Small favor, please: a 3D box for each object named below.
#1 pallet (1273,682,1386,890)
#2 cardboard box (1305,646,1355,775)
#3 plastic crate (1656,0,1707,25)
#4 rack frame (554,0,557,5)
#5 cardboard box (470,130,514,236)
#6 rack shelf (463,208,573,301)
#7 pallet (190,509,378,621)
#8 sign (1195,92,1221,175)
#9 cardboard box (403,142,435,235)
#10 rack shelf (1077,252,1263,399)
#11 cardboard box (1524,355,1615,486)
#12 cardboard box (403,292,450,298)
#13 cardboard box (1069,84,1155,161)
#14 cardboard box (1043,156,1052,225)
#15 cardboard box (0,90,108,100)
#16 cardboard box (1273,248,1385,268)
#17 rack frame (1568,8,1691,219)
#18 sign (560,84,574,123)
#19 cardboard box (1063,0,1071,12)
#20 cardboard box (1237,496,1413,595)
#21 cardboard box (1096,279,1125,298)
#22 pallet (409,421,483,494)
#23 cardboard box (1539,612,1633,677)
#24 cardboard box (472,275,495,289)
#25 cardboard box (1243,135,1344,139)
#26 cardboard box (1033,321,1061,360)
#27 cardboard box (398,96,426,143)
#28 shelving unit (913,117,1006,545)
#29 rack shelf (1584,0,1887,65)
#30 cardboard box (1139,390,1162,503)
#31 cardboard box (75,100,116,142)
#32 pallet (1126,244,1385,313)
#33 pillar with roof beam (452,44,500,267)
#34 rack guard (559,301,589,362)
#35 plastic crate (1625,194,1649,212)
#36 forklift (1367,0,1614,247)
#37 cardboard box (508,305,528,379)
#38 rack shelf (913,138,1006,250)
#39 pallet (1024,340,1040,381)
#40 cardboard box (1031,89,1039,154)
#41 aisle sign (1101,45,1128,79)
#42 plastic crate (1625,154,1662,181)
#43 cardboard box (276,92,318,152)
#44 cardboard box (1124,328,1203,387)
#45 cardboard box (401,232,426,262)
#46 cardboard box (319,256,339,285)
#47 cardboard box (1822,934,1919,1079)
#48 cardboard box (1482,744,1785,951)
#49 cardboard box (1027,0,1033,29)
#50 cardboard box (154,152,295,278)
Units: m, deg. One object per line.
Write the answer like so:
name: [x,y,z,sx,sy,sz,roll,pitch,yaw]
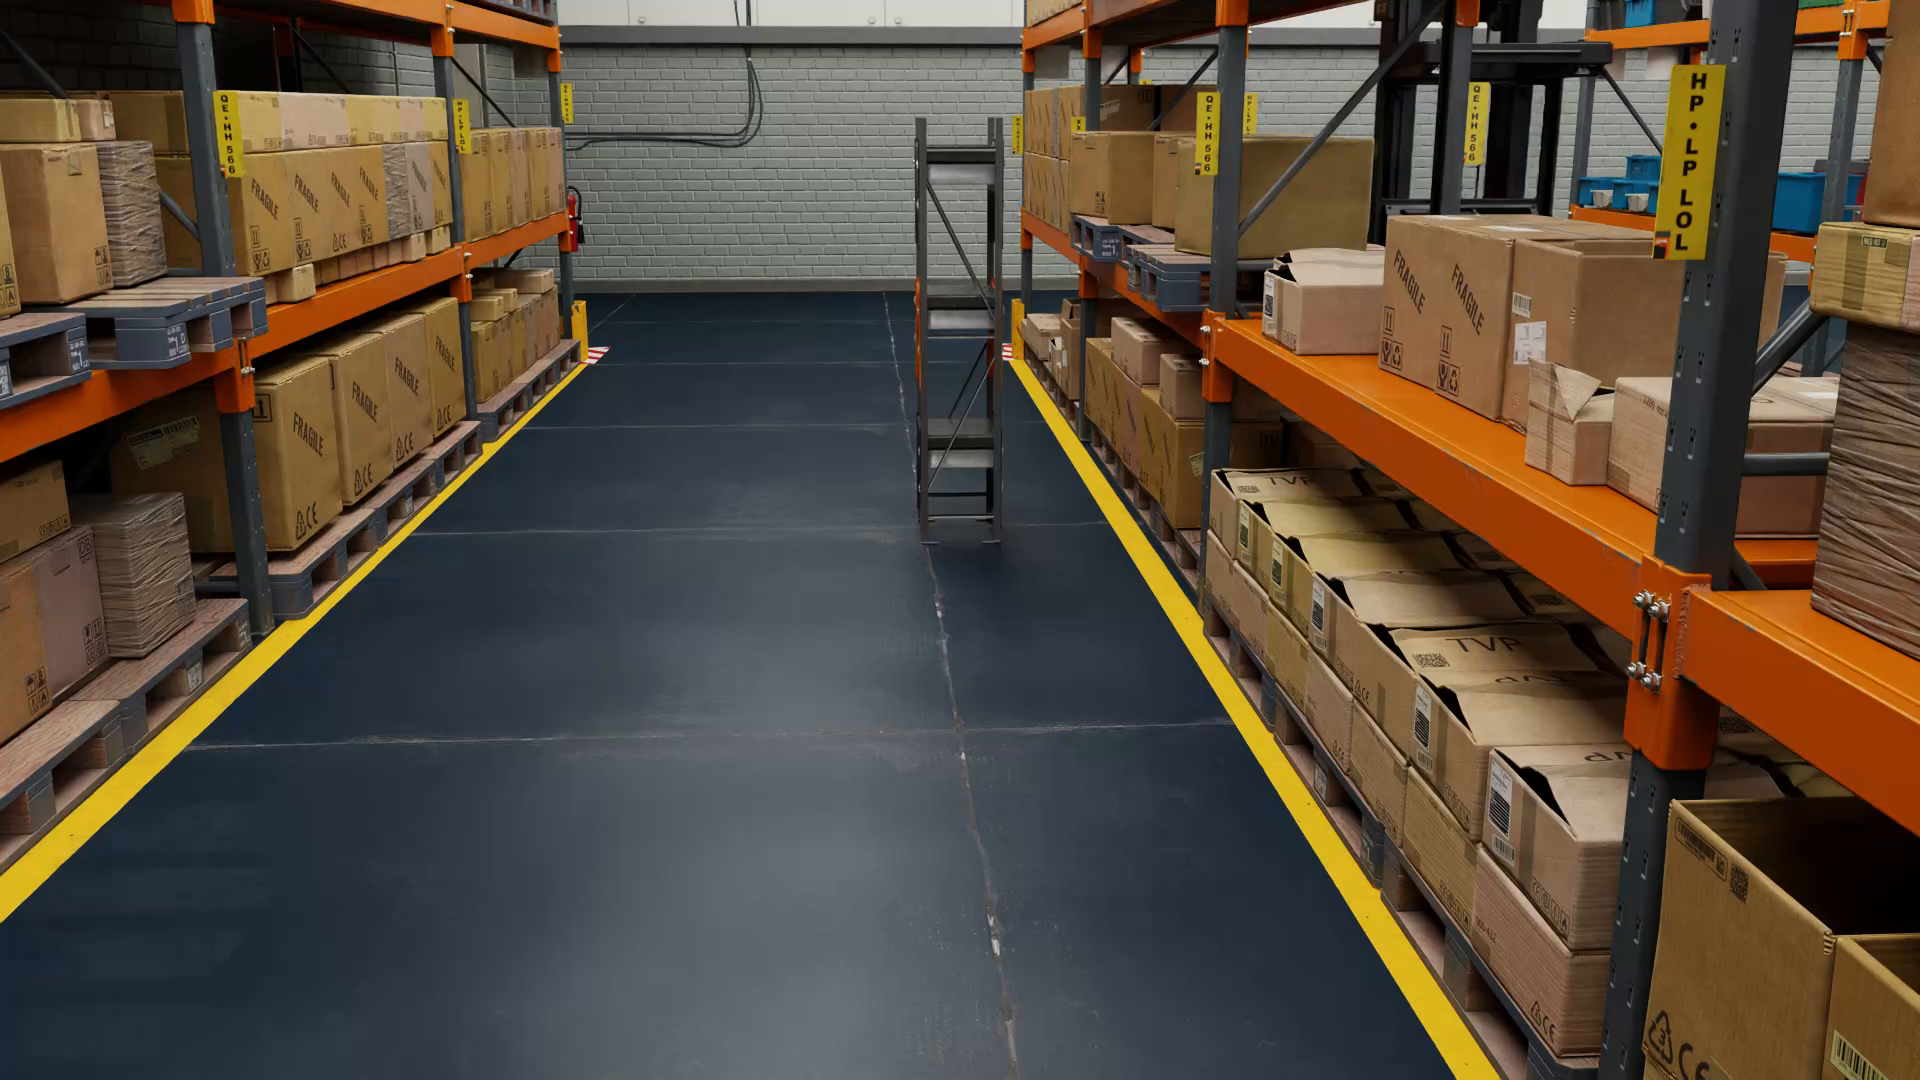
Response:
pallet: [1.629,0.730,5.264,1.003,0.211,1.213,-1,14,-3]
cardboard box: [1.385,0.517,5.174,0.500,0.250,0.500,-1,14,-2]
plastic crate: [5.813,-4.232,13.058,0.504,0.338,0.767,-1,14,-3]
rack frame: [-3.895,-5.946,13.576,1.000,3.000,0.127,-1,14,-3]
cardboard box: [-3.704,-2.508,11.651,0.980,0.700,0.700,-1,14,-5]
rack shelf: [-3.771,-2.195,12.480,1.077,0.370,4.000,-1,14,-3]
pallet: [-3.373,0.102,7.705,1.003,0.211,1.213,-1,14,-3]
sign: [1.003,-1.640,6.715,0.100,0.325,0.005,-1,14,-3]
cardboard box: [-3.326,-2.010,9.481,0.500,0.500,0.500,-1,14,-3]
rack shelf: [1.420,-1.277,8.914,1.077,0.370,4.000,-1,14,-3]
cardboard box: [1.554,-0.284,3.881,0.396,0.266,0.258,-1,14,-5]
cardboard box: [-3.832,-1.698,11.976,0.380,0.149,0.250,-1,14,-5]
cardboard box: [1.007,-2.777,11.094,0.500,0.500,0.500,-1,14,-3]
cardboard box: [0.908,-2.674,12.700,0.500,0.500,0.500,-1,14,-3]
cardboard box: [-3.686,-1.725,6.868,0.500,0.250,0.500,0,14,-2]
cardboard box: [1.523,-0.994,6.548,0.500,0.311,0.500,0,14,0]
rack frame: [5.993,-3.193,14.918,1.000,3.000,0.127,-1,14,-3]
sign: [-3.353,-3.721,14.169,0.100,0.325,0.005,-1,14,-3]
cardboard box: [0.981,-3.744,11.341,0.500,0.250,0.500,-1,14,-3]
cardboard box: [1.325,-0.006,6.081,0.500,0.311,0.500,-1,14,-5]
cardboard box: [1.328,-1.989,14.370,0.500,0.500,0.500,-1,14,-3]
pallet: [-3.524,-0.504,10.063,1.003,0.211,1.213,-1,14,-3]
cardboard box: [1.956,0.363,4.644,0.500,0.311,0.500,-1,14,-5]
cardboard box: [-3.912,-2.015,13.208,0.380,0.149,0.250,-1,14,-3]
cardboard box: [1.527,-1.765,8.324,0.700,0.500,0.500,2,15,7]
cardboard box: [0.861,-1.611,13.403,0.500,0.250,0.500,-1,14,-3]
cardboard box: [-3.341,-2.371,9.381,0.500,0.250,0.500,-1,14,-2]
shelving unit: [-0.010,-1.058,8.425,0.431,2.100,0.503,-1,14,-3]
rack shelf: [6.117,-3.800,12.700,1.077,0.370,4.000,-1,14,-3]
cardboard box: [1.220,-0.488,8.538,0.500,0.500,0.500,-1,14,-5]
cardboard box: [-3.348,-1.541,6.111,0.380,0.149,0.250,-3,15,-11]
pallet: [1.432,-1.203,7.566,1.213,0.211,1.003,-1,14,-3]
pillar with roof beam: [-0.629,-6.670,16.392,9.100,9.000,0.400,-1,14,-3]
rack guard: [-3.897,-1.836,14.658,1.175,0.500,0.348,-1,14,-3]
plastic crate: [5.659,-2.778,13.714,0.250,0.136,0.298,-1,14,-3]
forklift: [3.023,-1.832,9.763,1.130,2.935,3.031,-1,14,-3]
cardboard box: [-3.649,-1.479,12.427,0.700,0.500,0.500,-1,14,-2]
rack shelf: [-0.010,-1.723,8.254,0.431,0.518,0.480,-1,14,-3]
pallet: [1.104,-1.550,14.128,1.003,0.211,1.213,-1,14,-3]
cardboard box: [0.853,-3.406,13.538,0.500,0.500,0.500,-1,14,-3]
aisle sign: [1.350,-4.398,14.385,0.394,0.787,0.004,-1,14,-3]
plastic crate: [6.200,-3.159,14.593,0.616,0.435,0.499,-1,14,-3]
cardboard box: [-3.204,-1.867,7.419,0.500,0.250,0.500,-1,14,-4]
cardboard box: [1.177,-0.991,8.987,0.500,0.250,0.500,-1,14,-4]
cardboard box: [-3.259,-1.662,9.428,0.380,0.149,0.250,-1,14,-3]
cardboard box: [-3.296,-1.344,8.193,0.380,0.149,0.250,-1,14,-3]
cardboard box: [1.547,0.876,2.272,0.500,0.500,0.500,-1,14,-3]
cardboard box: [1.481,0.627,3.620,0.500,0.311,0.500,-1,14,-3]
cardboard box: [0.827,-4.366,13.757,0.500,0.250,0.500,-1,14,-3]
cardboard box: [-3.174,-1.378,7.023,0.500,0.500,0.500,0,14,-2]
